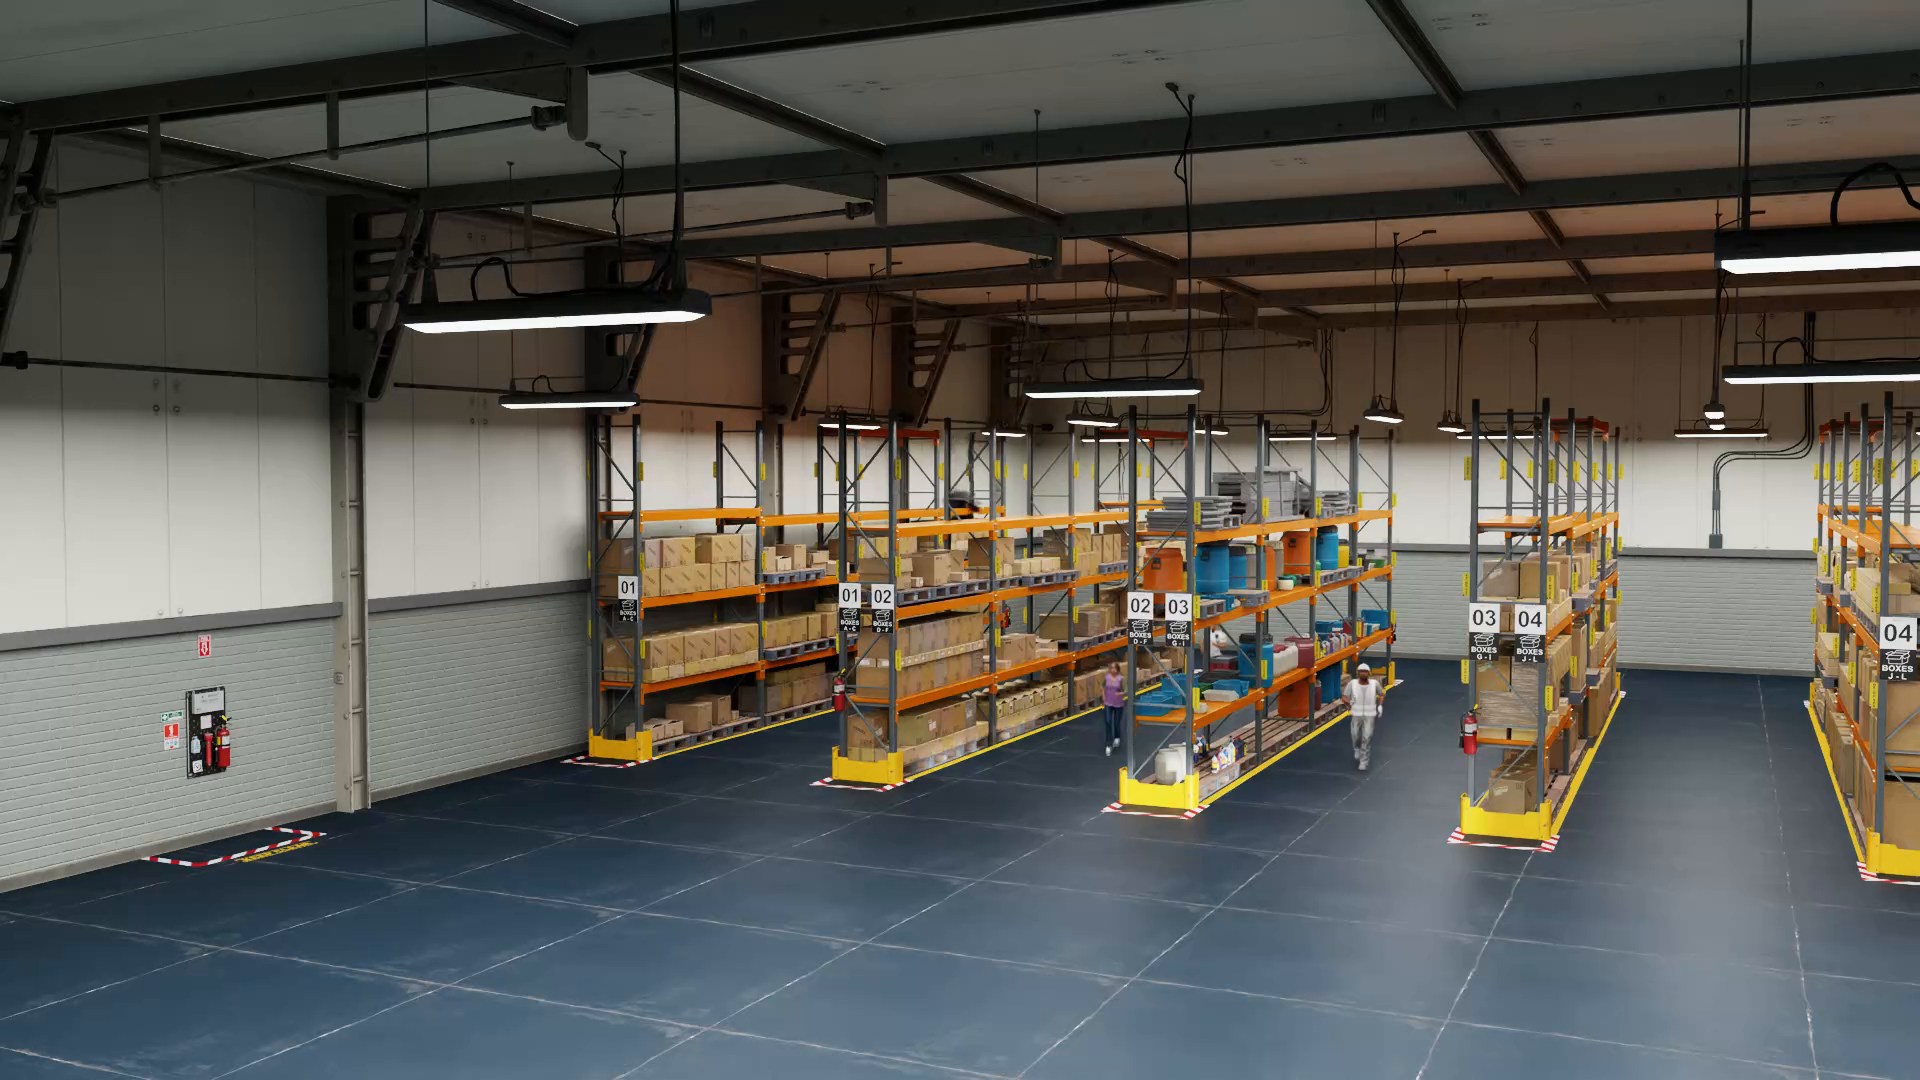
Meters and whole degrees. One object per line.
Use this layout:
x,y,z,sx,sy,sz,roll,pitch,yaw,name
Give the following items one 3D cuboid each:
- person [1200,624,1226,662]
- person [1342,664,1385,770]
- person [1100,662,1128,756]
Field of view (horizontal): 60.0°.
5.658,2.619,37.261,0.601,1.663,0.937,1,2,15,person
6.784,2.958,28.029,0.680,1.759,0.847,1,2,14,person
2.744,2.974,29.609,0.534,1.626,0.830,0,2,11,person
